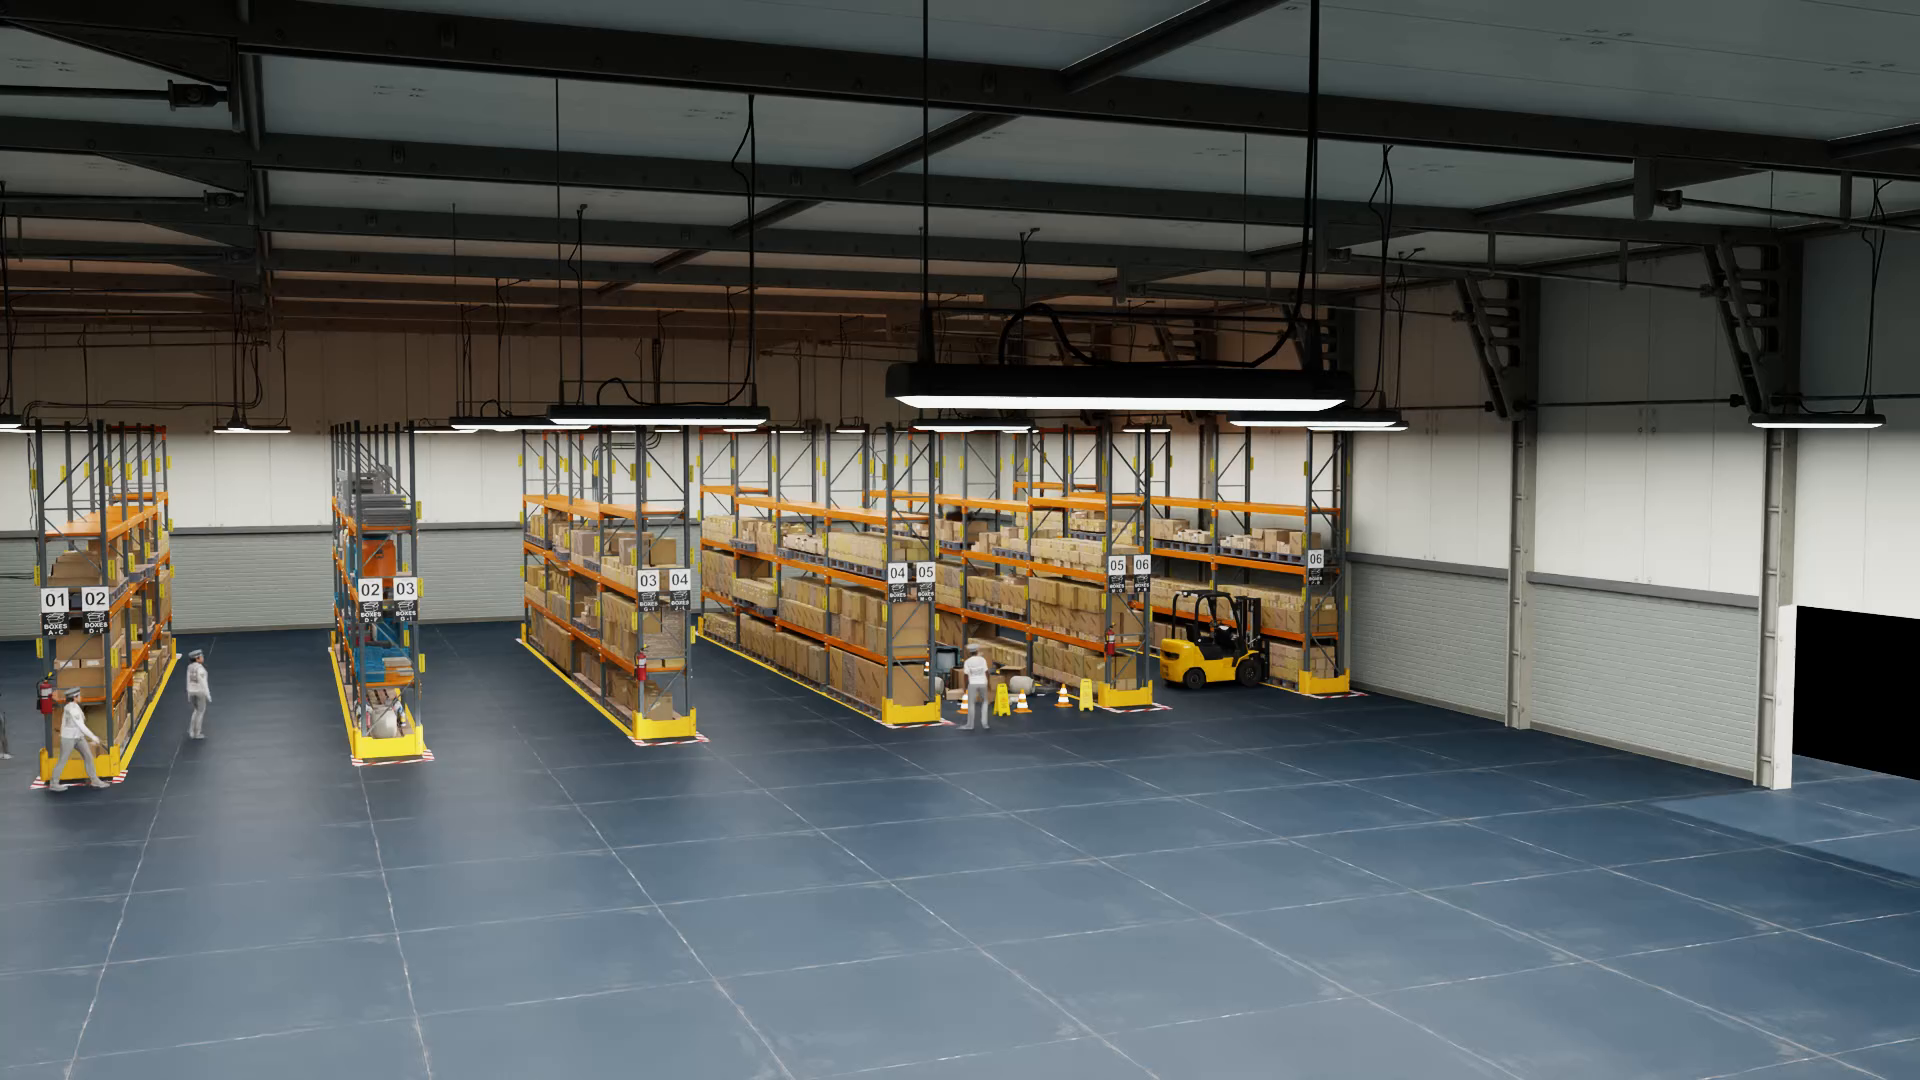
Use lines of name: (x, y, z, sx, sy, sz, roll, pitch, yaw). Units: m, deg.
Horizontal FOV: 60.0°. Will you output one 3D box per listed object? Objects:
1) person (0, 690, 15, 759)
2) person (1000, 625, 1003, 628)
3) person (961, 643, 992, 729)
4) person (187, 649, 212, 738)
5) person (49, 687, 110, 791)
person: (-17.070, 3.072, 29.295, 0.480, 1.712, 0.594, 0, 4, 0)
person: (1.132, 1.816, 49.613, 0.401, 1.698, 0.562, -2, 4, -34)
person: (0.334, 2.864, 32.412, 0.580, 1.704, 0.371, -1, 4, -11)
person: (-14.381, 2.909, 31.429, 0.504, 1.700, 0.416, 1, 4, 13)
person: (-14.207, 3.191, 26.760, 0.849, 1.652, 0.440, 0, 4, -5)
